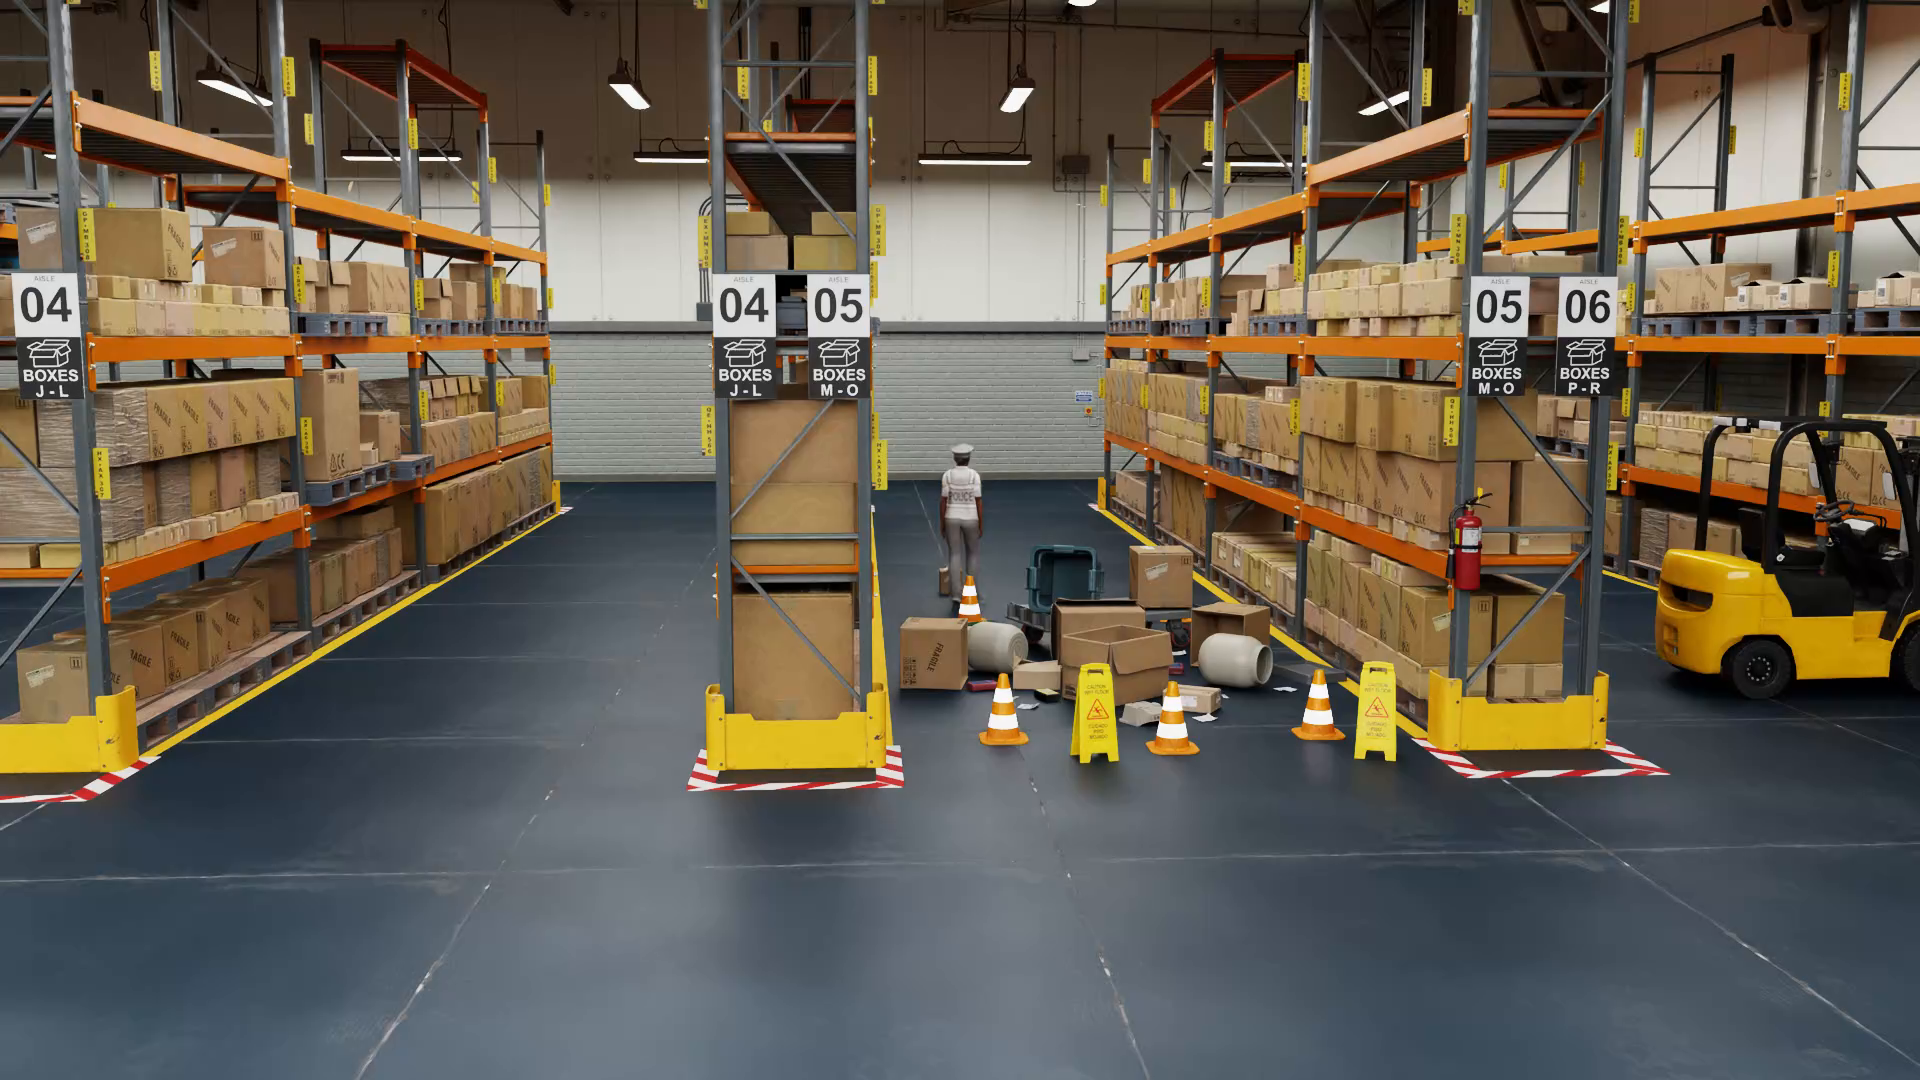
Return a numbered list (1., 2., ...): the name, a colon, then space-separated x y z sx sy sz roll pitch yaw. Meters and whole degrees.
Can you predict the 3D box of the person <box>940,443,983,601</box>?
1. person: 0.019 -0.207 17.829 0.461 1.670 0.693 0 7 1
